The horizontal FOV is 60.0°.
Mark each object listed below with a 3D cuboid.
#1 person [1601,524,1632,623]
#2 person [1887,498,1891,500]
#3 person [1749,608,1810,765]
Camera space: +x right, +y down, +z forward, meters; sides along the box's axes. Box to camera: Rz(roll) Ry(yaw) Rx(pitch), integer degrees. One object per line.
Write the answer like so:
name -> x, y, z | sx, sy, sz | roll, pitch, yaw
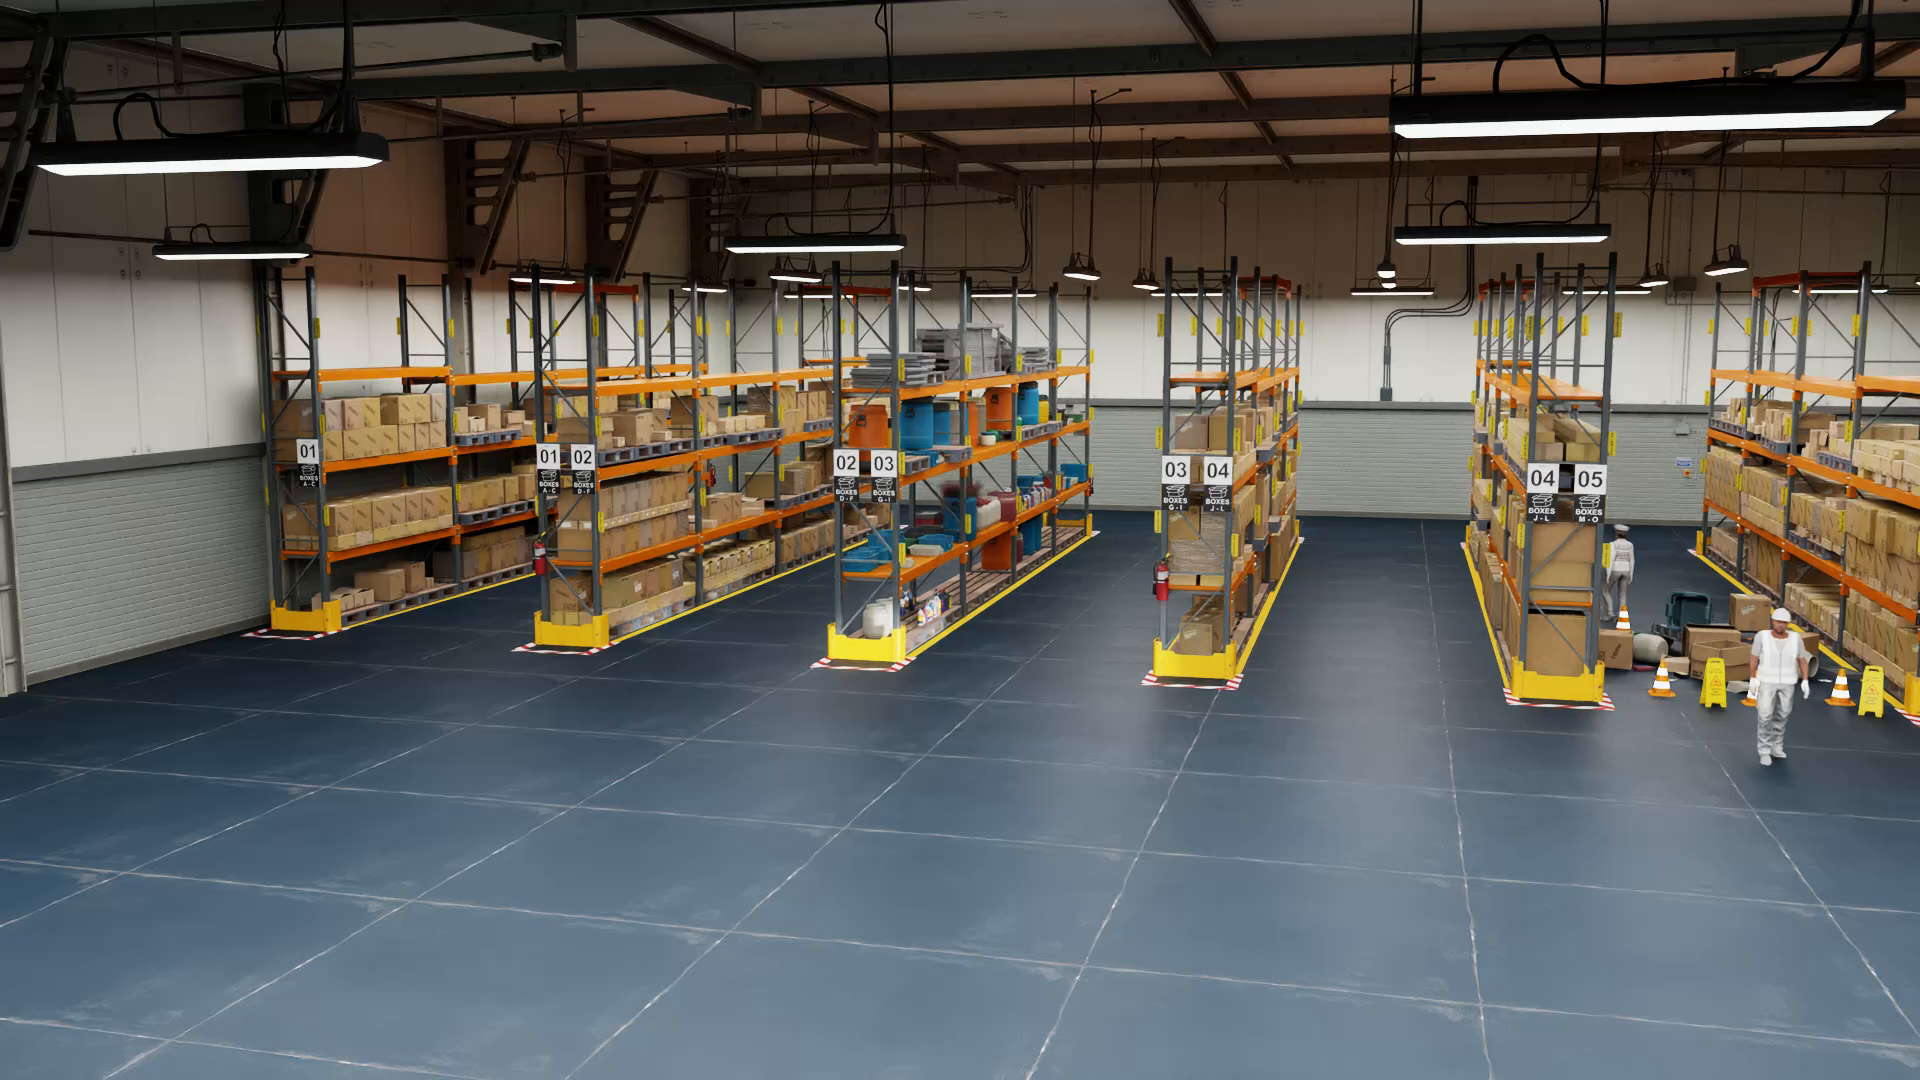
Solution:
person -> 11.228, 0.582, 28.351 | 0.492, 1.687, 0.407 | -1, 7, -4
person -> 19.392, -0.177, 34.490 | 0.484, 1.619, 1.004 | -5, 9, -36
person -> 9.499, 1.703, 19.290 | 0.601, 1.847, 0.526 | 2, 8, 15
